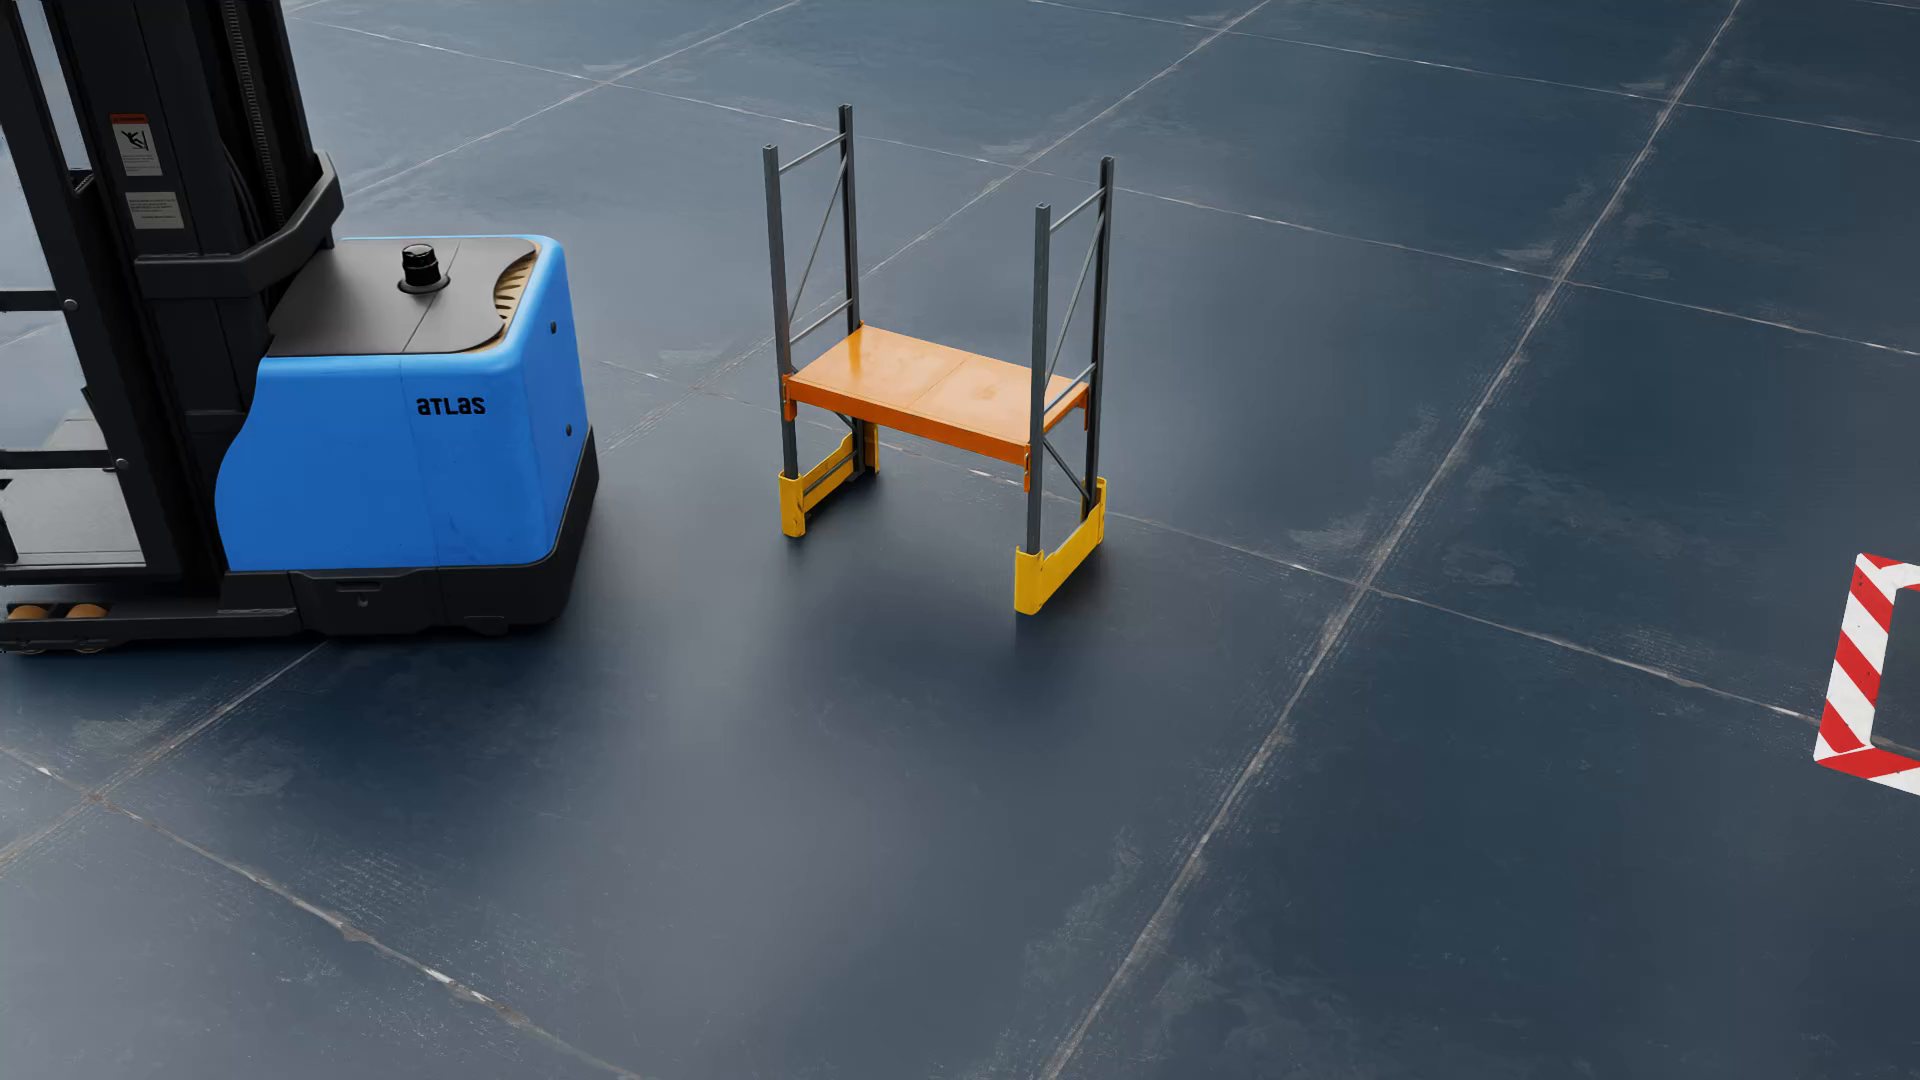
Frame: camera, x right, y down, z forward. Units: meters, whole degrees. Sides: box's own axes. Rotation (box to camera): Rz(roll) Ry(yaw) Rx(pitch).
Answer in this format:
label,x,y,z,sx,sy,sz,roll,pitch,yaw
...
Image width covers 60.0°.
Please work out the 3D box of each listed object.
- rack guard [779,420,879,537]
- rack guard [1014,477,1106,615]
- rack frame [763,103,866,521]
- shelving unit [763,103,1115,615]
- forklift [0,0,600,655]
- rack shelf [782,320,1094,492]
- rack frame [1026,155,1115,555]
label,x,y,z,sx,sy,sz,roll,pitch,yaw
rack guard,-0.499,-0.262,6.418,0.087,0.250,0.587,18,37,24
rack guard,0.366,0.012,6.007,0.087,0.250,0.587,18,37,24
rack frame,-0.515,-0.788,6.079,0.032,1.500,0.500,18,37,24
shelving unit,-0.066,-0.645,5.866,1.083,1.500,0.587,18,37,24
forklift,-2.901,-1.130,5.303,3.031,2.935,1.130,-1,34,-2
rack shelf,-0.074,-0.498,5.969,1.000,0.185,0.538,18,37,24
rack frame,0.367,-0.508,5.660,0.032,1.500,0.500,18,37,24
